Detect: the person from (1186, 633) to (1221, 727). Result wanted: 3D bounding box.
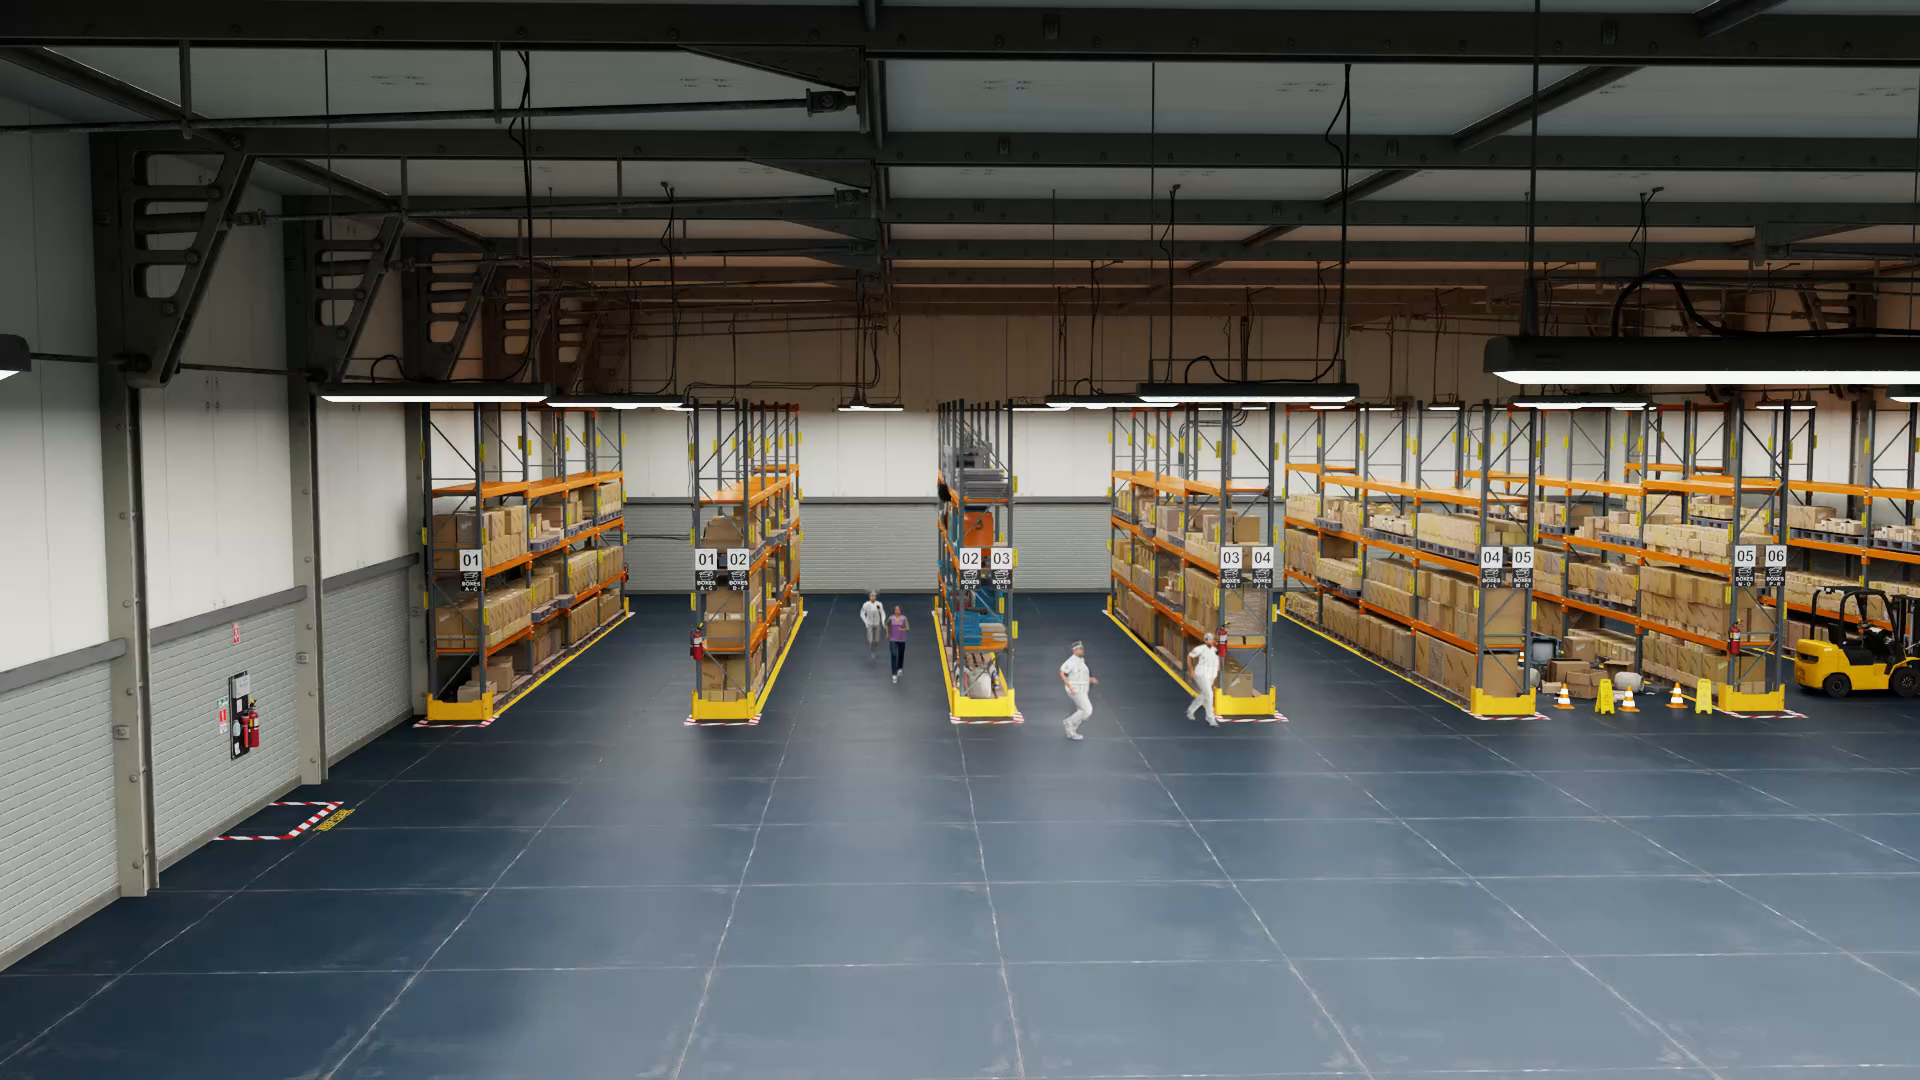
[{"bbox_3d":[4.592,2.561,30.787,0.616,1.648,0.860,-3,5,-38],"label":"person"}]

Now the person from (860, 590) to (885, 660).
[{"bbox_3d":[-2.036,1.974,38.784,0.598,1.639,0.584,-1,4,-11],"label":"person"}]

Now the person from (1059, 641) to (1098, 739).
[{"bbox_3d":[2.121,2.631,29.181,0.602,1.740,0.657,2,5,22],"label":"person"}]

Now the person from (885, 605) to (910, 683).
[{"bbox_3d":[-1.345,2.201,35.727,0.518,1.622,0.783,0,4,-4],"label":"person"}]
